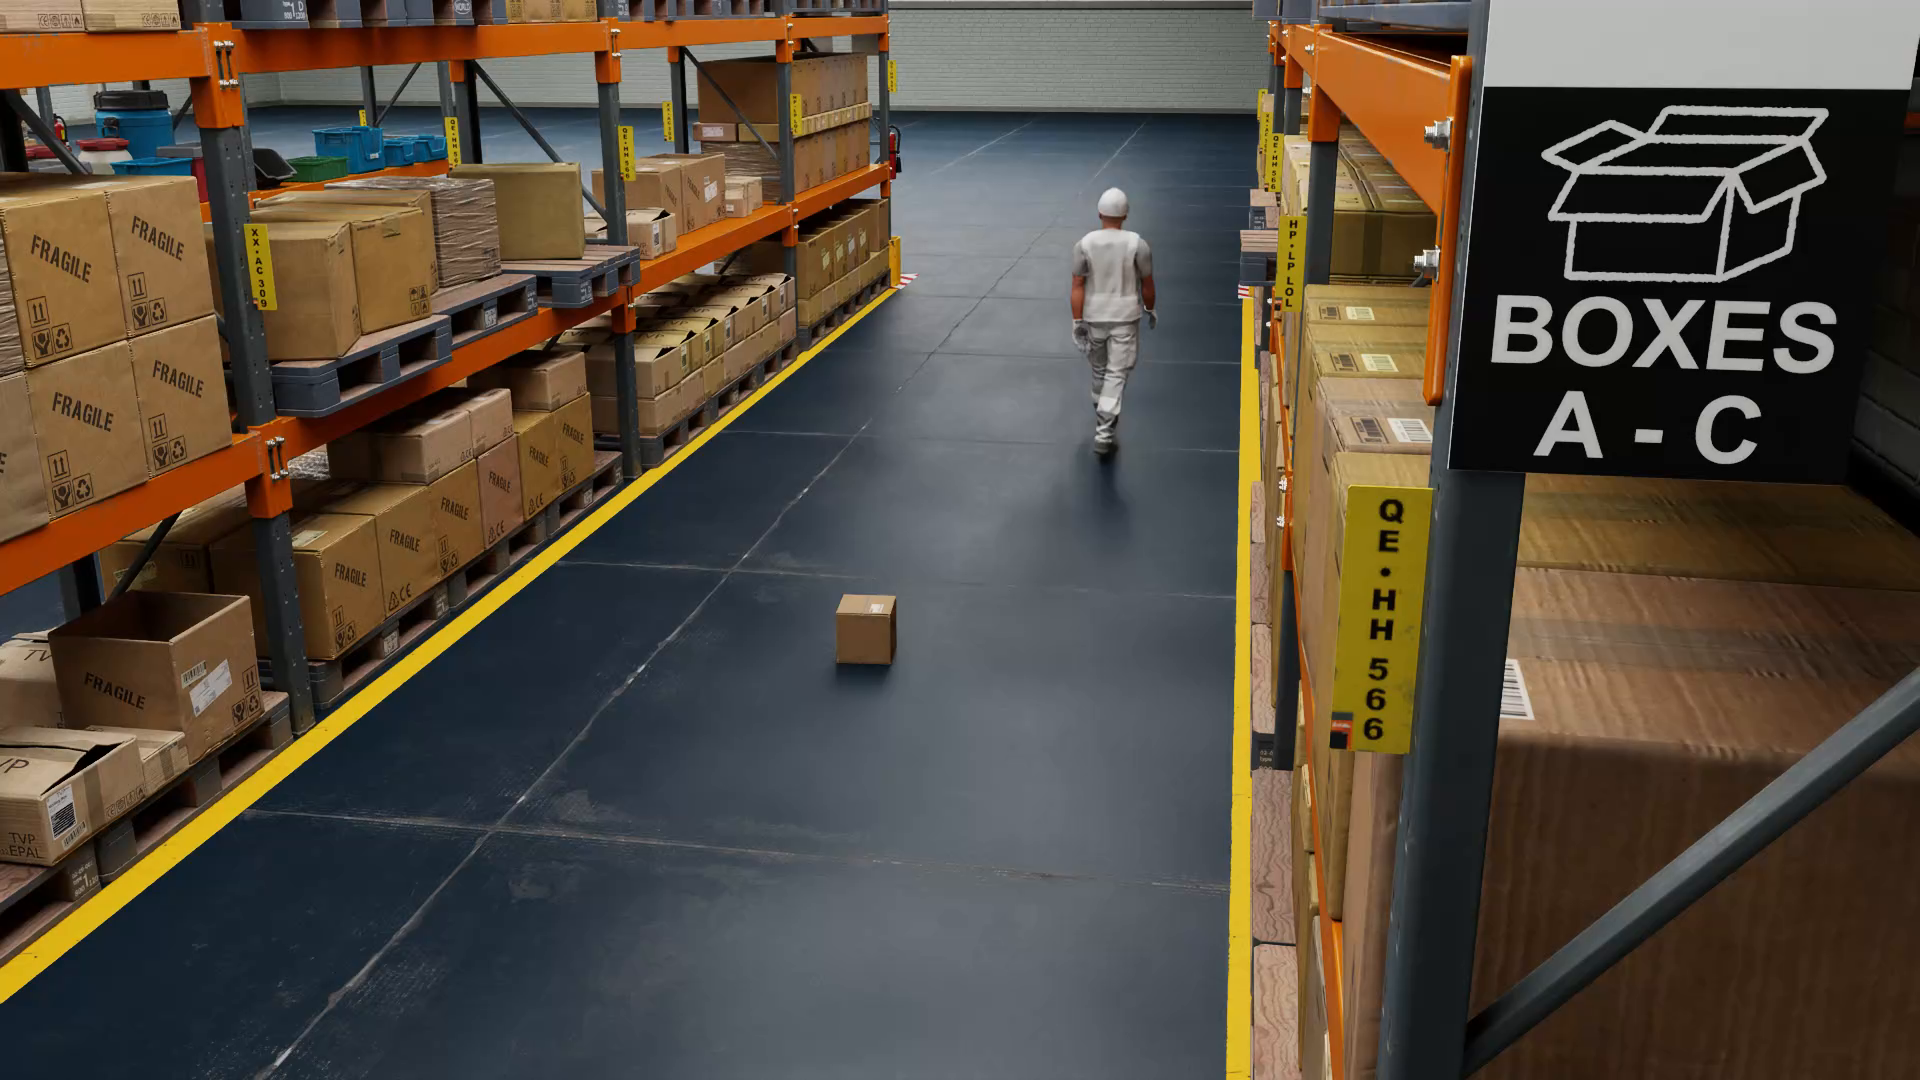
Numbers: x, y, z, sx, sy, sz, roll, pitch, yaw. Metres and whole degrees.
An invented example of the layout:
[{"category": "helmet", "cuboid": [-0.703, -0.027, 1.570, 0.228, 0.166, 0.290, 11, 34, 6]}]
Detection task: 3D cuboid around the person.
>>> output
[{"category": "person", "cuboid": [1.049, -1.503, 11.206, 0.527, 1.733, 1.038, 6, 19, 19]}]
